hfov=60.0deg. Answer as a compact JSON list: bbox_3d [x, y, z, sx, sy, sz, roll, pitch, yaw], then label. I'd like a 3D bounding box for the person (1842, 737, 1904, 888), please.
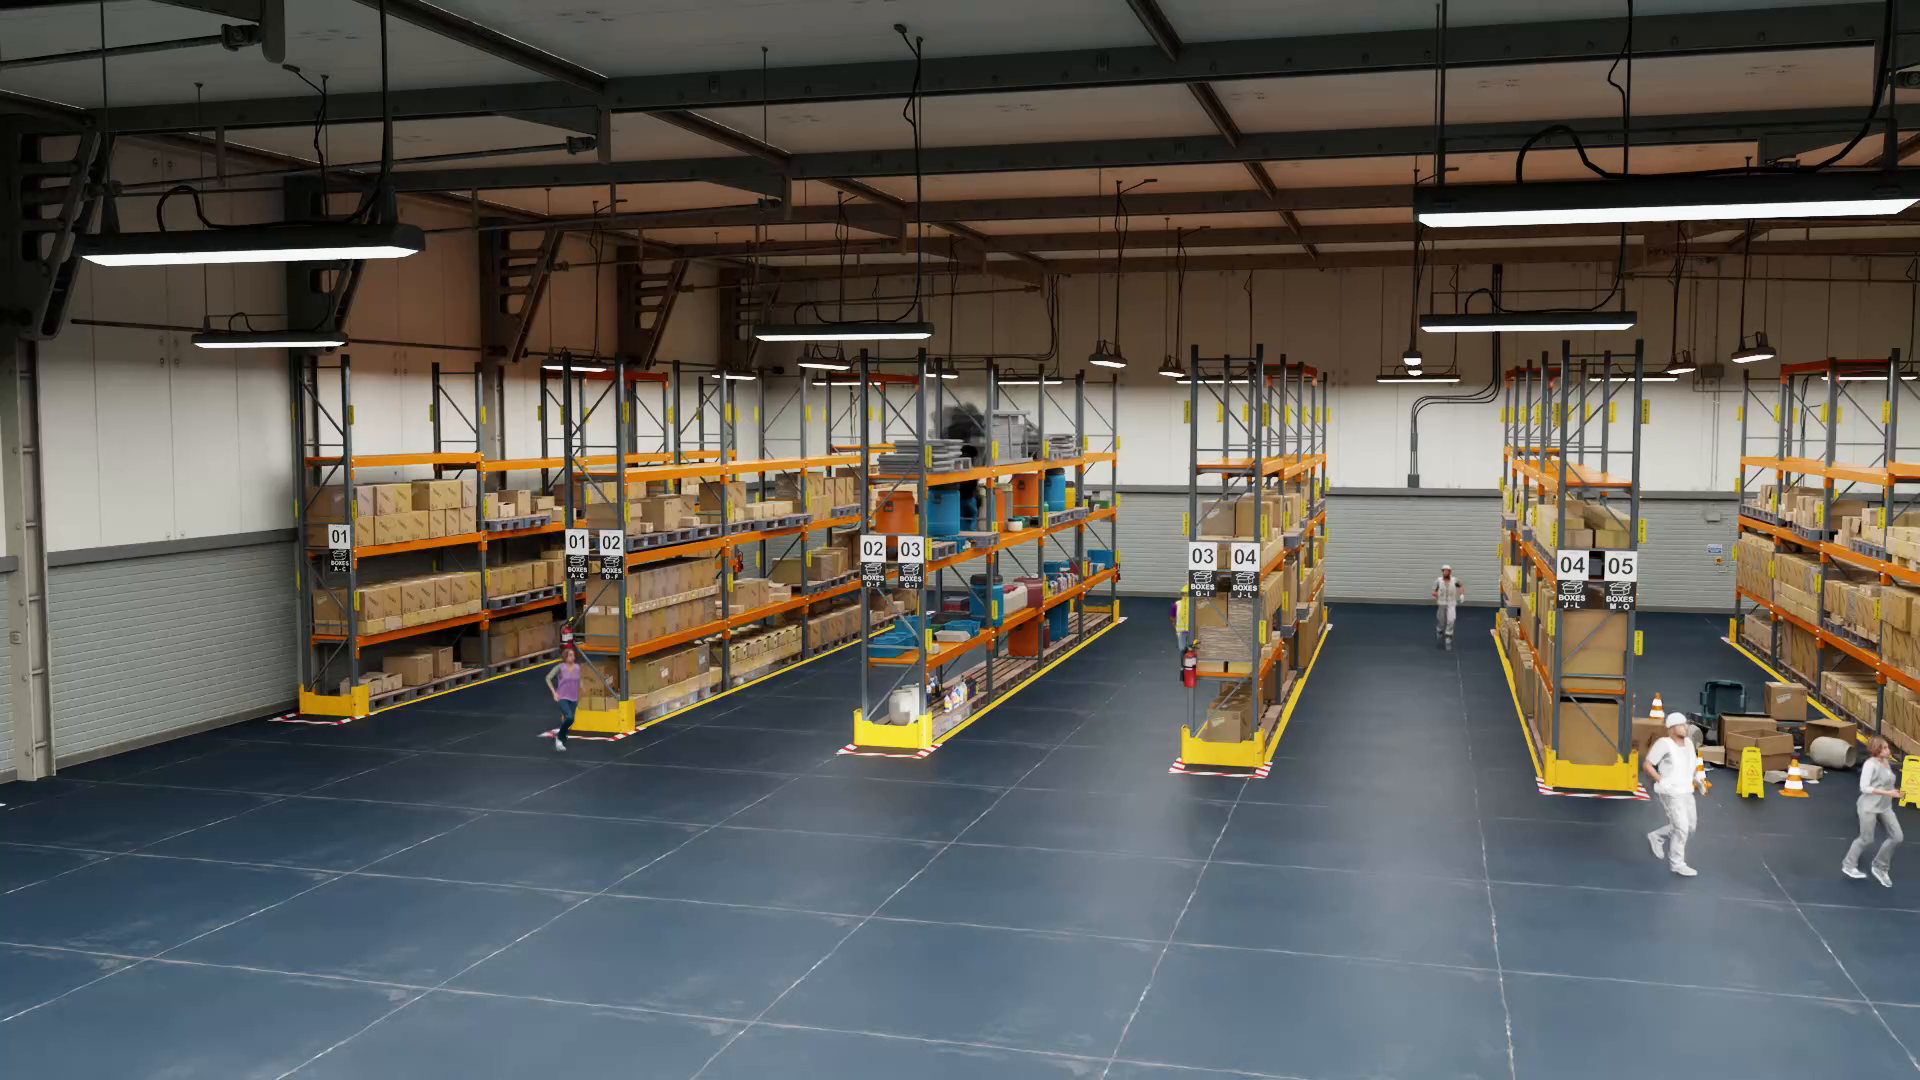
[{"bbox_3d":[9.718,2.884,17.660,0.525,1.613,0.681,-2,5,-25],"label":"person"}]

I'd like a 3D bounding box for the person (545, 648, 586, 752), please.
[{"bbox_3d":[-5.810,2.377,24.633,0.516,1.536,0.672,-4,6,-45],"label":"person"}]

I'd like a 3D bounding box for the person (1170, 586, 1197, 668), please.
[{"bbox_3d":[4.337,1.747,31.853,0.674,1.721,0.565,1,5,19],"label":"person"}]

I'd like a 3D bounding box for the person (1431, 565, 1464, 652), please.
[{"bbox_3d":[10.447,1.433,35.672,0.676,1.827,0.930,1,4,17],"label":"person"}]

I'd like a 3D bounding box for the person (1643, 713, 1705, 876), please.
[{"bbox_3d":[7.798,2.756,18.248,0.705,1.749,0.696,-2,5,-29],"label":"person"}]
